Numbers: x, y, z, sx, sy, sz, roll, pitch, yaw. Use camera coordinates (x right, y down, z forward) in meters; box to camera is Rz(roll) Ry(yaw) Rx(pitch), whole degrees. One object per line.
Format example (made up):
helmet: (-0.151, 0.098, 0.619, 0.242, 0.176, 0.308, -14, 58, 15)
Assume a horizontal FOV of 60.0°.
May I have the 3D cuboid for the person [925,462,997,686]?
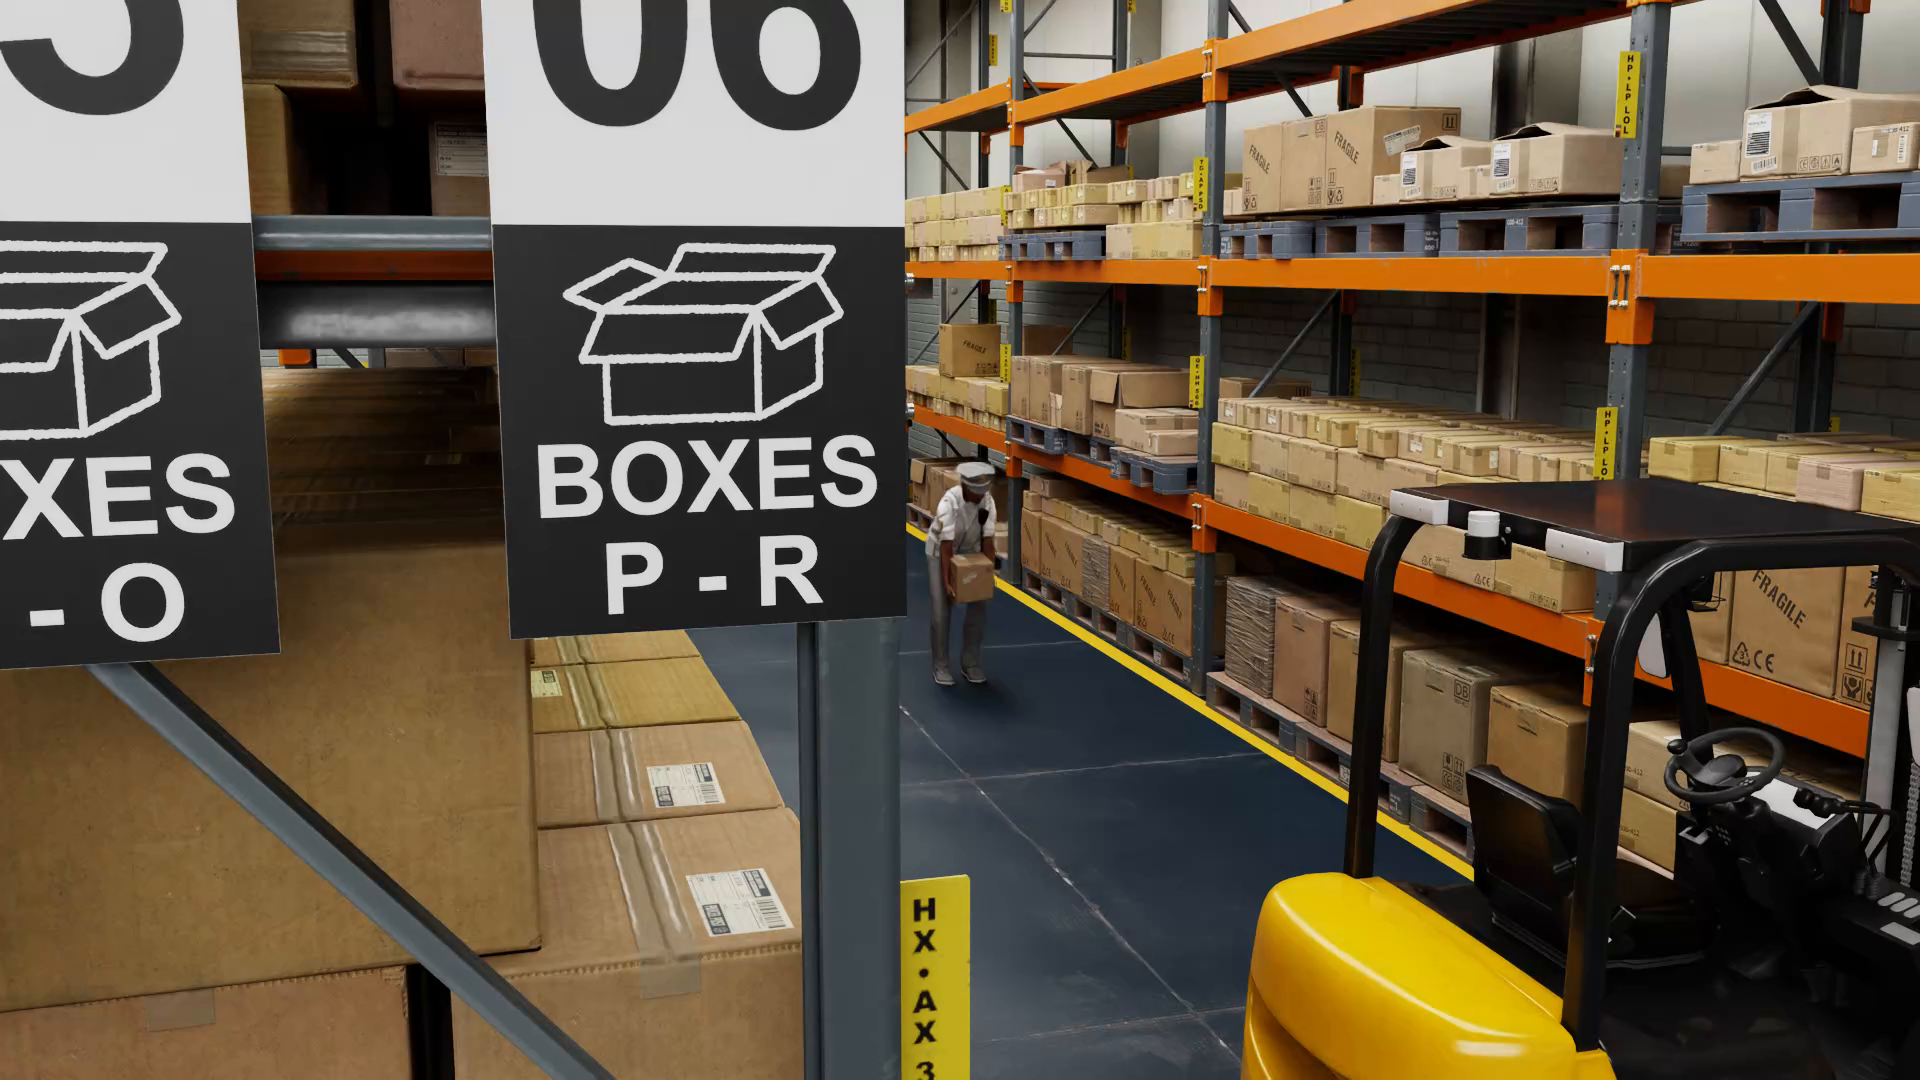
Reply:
person: (0.023, 0.219, 11.037, 0.411, 1.514, 0.717, -3, 10, -17)
